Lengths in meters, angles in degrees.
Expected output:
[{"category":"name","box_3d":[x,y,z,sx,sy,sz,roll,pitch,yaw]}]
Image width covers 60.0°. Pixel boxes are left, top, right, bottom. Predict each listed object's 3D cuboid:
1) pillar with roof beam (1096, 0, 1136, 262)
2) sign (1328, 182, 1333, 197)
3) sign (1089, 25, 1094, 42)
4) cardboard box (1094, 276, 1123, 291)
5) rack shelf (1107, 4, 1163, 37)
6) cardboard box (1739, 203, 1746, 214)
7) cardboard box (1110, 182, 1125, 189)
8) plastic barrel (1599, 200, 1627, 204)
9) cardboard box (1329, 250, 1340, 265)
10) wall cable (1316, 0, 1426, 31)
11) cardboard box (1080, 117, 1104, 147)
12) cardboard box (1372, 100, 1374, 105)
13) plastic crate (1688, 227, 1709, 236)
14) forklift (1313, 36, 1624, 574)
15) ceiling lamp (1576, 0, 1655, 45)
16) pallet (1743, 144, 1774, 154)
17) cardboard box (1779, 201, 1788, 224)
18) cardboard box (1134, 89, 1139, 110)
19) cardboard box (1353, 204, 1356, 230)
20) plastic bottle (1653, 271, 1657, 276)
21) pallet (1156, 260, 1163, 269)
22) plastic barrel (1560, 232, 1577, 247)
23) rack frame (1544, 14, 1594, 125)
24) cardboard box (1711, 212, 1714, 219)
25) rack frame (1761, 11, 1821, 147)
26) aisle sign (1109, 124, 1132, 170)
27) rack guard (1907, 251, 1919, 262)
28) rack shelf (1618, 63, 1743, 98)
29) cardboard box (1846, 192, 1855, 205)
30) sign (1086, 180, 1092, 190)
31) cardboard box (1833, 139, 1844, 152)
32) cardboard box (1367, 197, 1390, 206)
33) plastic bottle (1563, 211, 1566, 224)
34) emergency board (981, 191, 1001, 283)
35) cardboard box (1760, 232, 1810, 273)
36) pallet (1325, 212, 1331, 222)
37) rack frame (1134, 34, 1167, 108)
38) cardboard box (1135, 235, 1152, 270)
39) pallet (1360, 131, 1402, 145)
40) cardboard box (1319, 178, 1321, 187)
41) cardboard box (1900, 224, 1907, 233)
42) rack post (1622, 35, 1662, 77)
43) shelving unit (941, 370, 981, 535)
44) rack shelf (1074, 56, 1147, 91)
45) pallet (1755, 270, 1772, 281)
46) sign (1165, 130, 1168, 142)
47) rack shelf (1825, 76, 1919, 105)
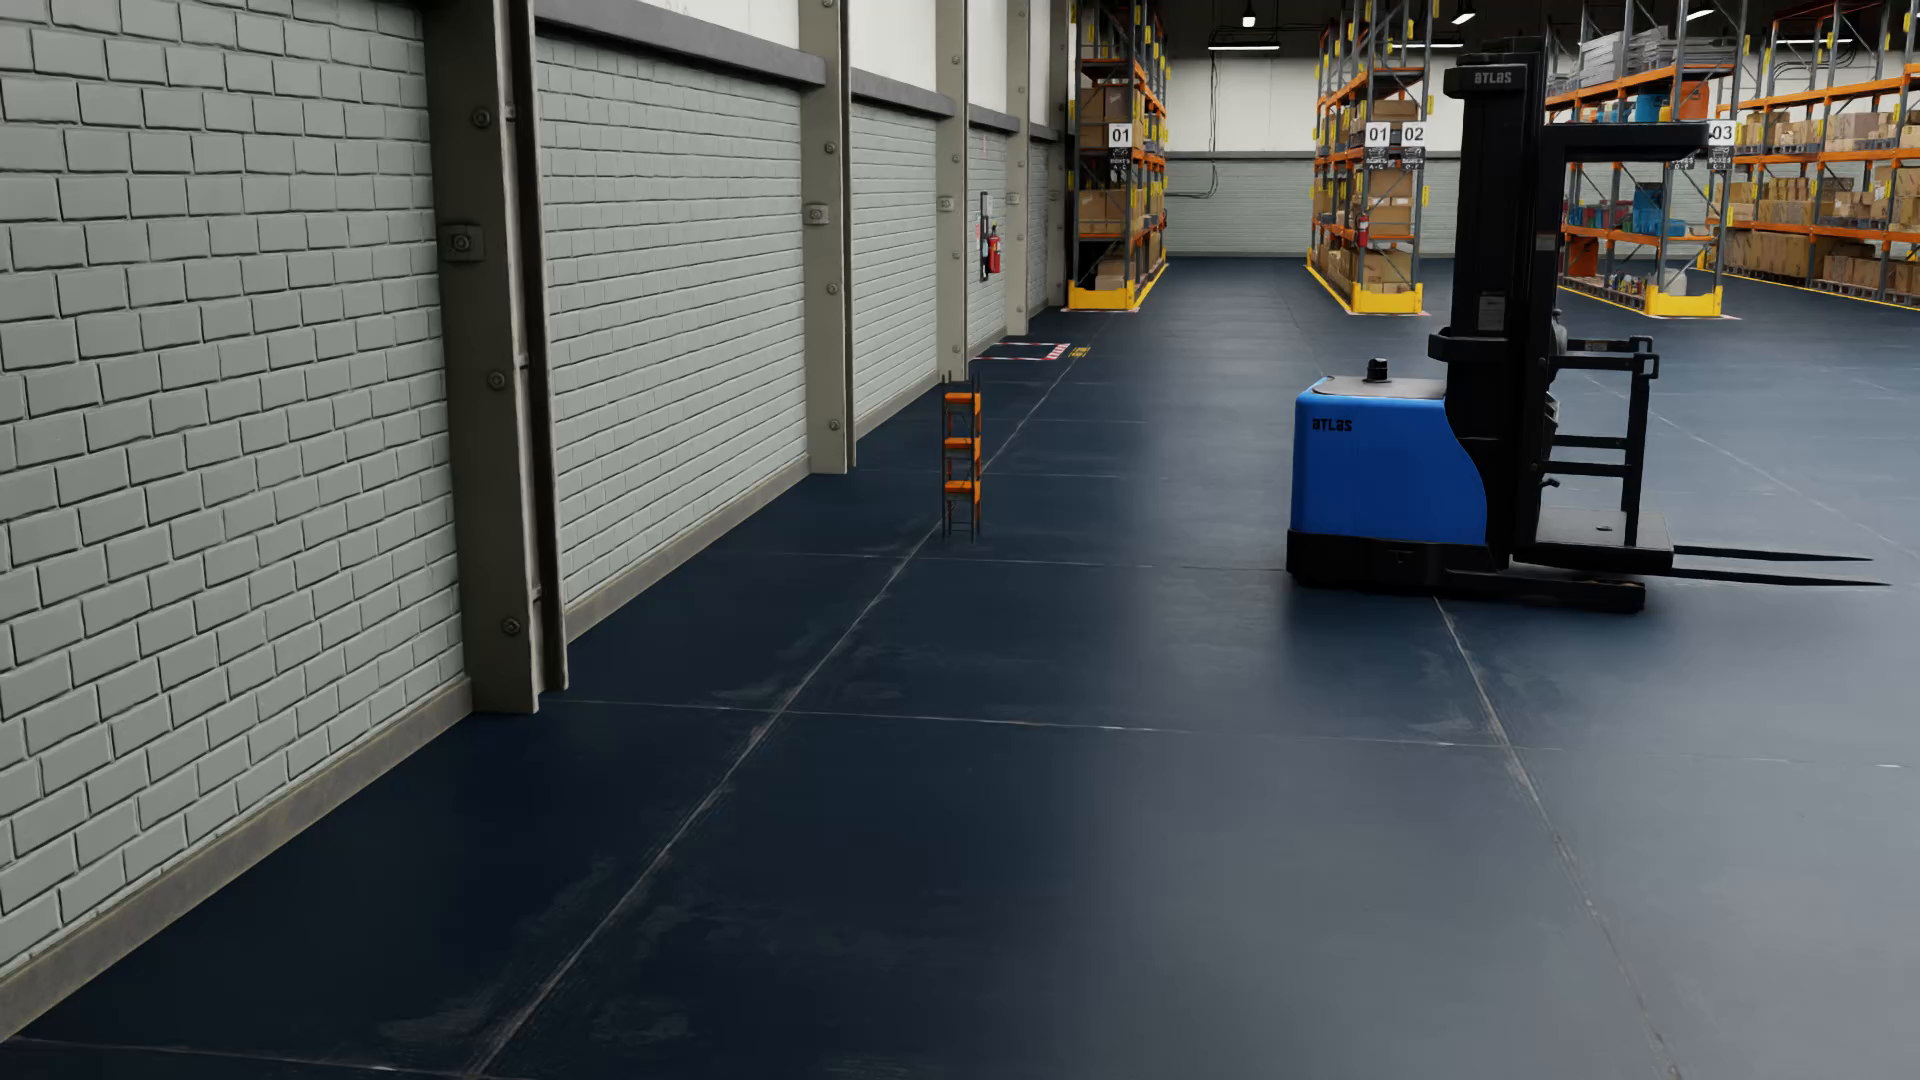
[{"category":"pillar with roof beam","box_3d":[7.858,-11.061,40.458,9.100,9.000,0.548,2,12,9]},{"category":"sign","box_3d":[8.094,-7.645,36.285,0.100,0.325,0.005,2,12,9]},{"category":"sign","box_3d":[2.571,-9.912,32.535,0.100,0.325,0.005,2,12,9]},{"category":"cardboard box","box_3d":[2.701,-4.638,30.232,0.500,0.311,0.500,0,12,2]},{"category":"rack shelf","box_3d":[4.043,-11.883,38.093,1.077,0.370,4.000,2,12,9]},{"category":"cardboard box","box_3d":[18.920,-7.893,39.648,0.500,0.250,0.500,2,12,10]},{"category":"cardboard box","box_3d":[3.549,-7.935,37.422,0.500,0.250,0.500,2,12,10]},{"category":"plastic barrel","box_3d":[13.753,-6.901,35.070,0.600,0.536,0.708,2,12,9]},{"category":"cardboard box","box_3d":[8.260,-6.137,36.051,0.500,0.311,0.500,2,12,11]},{"category":"wall cable","box_3d":[11.920,-16.012,48.016,3.097,2.526,0.112,2,12,9]},{"category":"cardboard box","box_3d":[12.998,-7.721,31.820,20.217,0.510,10.029,3,12,13]},{"category":"cardboard box","box_3d":[8.150,-8.361,32.629,0.500,0.500,0.500,2,12,9]},{"category":"plastic crate","box_3d":[12.750,-5.322,28.694,0.298,0.136,0.250,2,12,9]},{"category":"forklift","box_3d":[19.746,-5.178,27.030,20.855,3.159,47.191,4,13,20]},{"category":"ceiling lamp","box_3d":[17.657,-14.869,44.272,2.000,3.185,0.800,2,12,9]},{"category":"pallet","box_3d":[19.170,-9.206,39.179,1.003,0.211,1.213,2,12,9]},{"category":"cardboard box","box_3d":[18.488,-7.257,36.811,0.500,0.500,0.500,2,12,10]},{"category":"cardboard box","box_3d":[2.932,-7.785,29.719,0.500,0.500,0.500,2,12,8]},{"category":"cardboard box","box_3d":[7.954,-6.225,32.023,0.700,0.500,0.500,2,12,7]},{"category":"plastic bottle","box_3d":[13.096,-4.884,31.282,0.144,0.351,0.185,2,12,7]},{"category":"pallet","box_3d":[4.731,-7.141,43.130,1.003,0.211,1.213,2,12,9]},{"category":"plastic barrel","box_3d":[13.931,-6.693,38.412,0.600,0.901,0.708,2,12,9]},{"category":"rack frame","box_3d":[14.140,-10.706,38.810,1.000,3.000,0.127,2,12,9]},{"category":"cardboard box","box_3d":[19.231,-8.206,42.046,0.380,0.149,0.250,2,12,8]},{"category":"rack frame","box_3d":[19.034,-10.545,38.065,1.000,3.000,0.127,2,12,9]},{"category":"aisle sign","box_3d":[2.791,-6.842,28.952,0.394,0.787,0.004,2,12,9]},{"category":"rack guard","box_3d":[24.523,-7.026,41.907,1.175,0.500,0.348,2,12,9]},{"category":"rack shelf","box_3d":[12.602,-8.077,29.268,1.077,0.370,4.000,2,12,9]},{"category":"cardboard box","box_3d":[18.389,-6.801,33.697,0.700,0.500,0.500,4,13,17]},{"category":"sign","box_3d":[2.572,-7.012,33.162,0.100,0.325,0.005,2,12,9]},{"category":"cardboard box","box_3d":[18.016,-7.977,33.622,0.500,0.250,0.500,2,12,10]},{"category":"cardboard box","box_3d":[7.271,-5.888,28.918,0.380,0.149,0.250,2,12,8]},{"category":"plastic bottle","box_3d":[13.201,-7.029,36.268,0.061,0.283,0.133,2,12,9]},{"category":"emergency board","box_3d":[0.418,-4.008,21.970,0.194,1.169,0.643,2,12,9]},{"category":"cardboard box","box_3d":[18.819,-6.459,37.392,1.225,0.875,0.875,1,12,7]},{"category":"pallet","box_3d":[8.926,-7.413,38.226,1.003,0.211,1.213,2,12,9]},{"category":"rack frame","box_3d":[13.509,-8.494,35.213,20.791,5.808,16.191,2,12,9]},{"category":"cardboard box","box_3d":[3.979,-6.565,37.940,0.750,0.750,0.750,2,12,8]},{"category":"pallet","box_3d":[7.535,-7.006,28.971,1.003,0.211,1.213,2,12,9]},{"category":"cardboard box","box_3d":[9.144,-8.692,41.097,0.500,0.500,0.500,2,12,8]},{"category":"cardboard box","box_3d":[17.411,-5.685,30.349,0.380,0.149,0.250,2,12,9]},{"category":"rack post","box_3d":[13.116,-9.551,32.978,0.935,0.934,2.738,2,12,9]},{"category":"shelving unit","box_3d":[0.008,-0.525,10.436,0.215,1.050,0.249,2,12,9]},{"category":"rack shelf","box_3d":[2.813,-8.592,30.716,1.077,0.370,4.000,2,12,9]},{"category":"pallet","box_3d":[18.990,-6.086,38.234,1.003,0.211,1.213,2,12,9]},{"category":"sign","box_3d":[5.500,-10.767,44.299,0.100,0.325,0.005,2,12,9]},{"category":"rack shelf","box_3d":[18.112,-8.749,32.387,1.077,0.370,4.000,2,12,9]}]
